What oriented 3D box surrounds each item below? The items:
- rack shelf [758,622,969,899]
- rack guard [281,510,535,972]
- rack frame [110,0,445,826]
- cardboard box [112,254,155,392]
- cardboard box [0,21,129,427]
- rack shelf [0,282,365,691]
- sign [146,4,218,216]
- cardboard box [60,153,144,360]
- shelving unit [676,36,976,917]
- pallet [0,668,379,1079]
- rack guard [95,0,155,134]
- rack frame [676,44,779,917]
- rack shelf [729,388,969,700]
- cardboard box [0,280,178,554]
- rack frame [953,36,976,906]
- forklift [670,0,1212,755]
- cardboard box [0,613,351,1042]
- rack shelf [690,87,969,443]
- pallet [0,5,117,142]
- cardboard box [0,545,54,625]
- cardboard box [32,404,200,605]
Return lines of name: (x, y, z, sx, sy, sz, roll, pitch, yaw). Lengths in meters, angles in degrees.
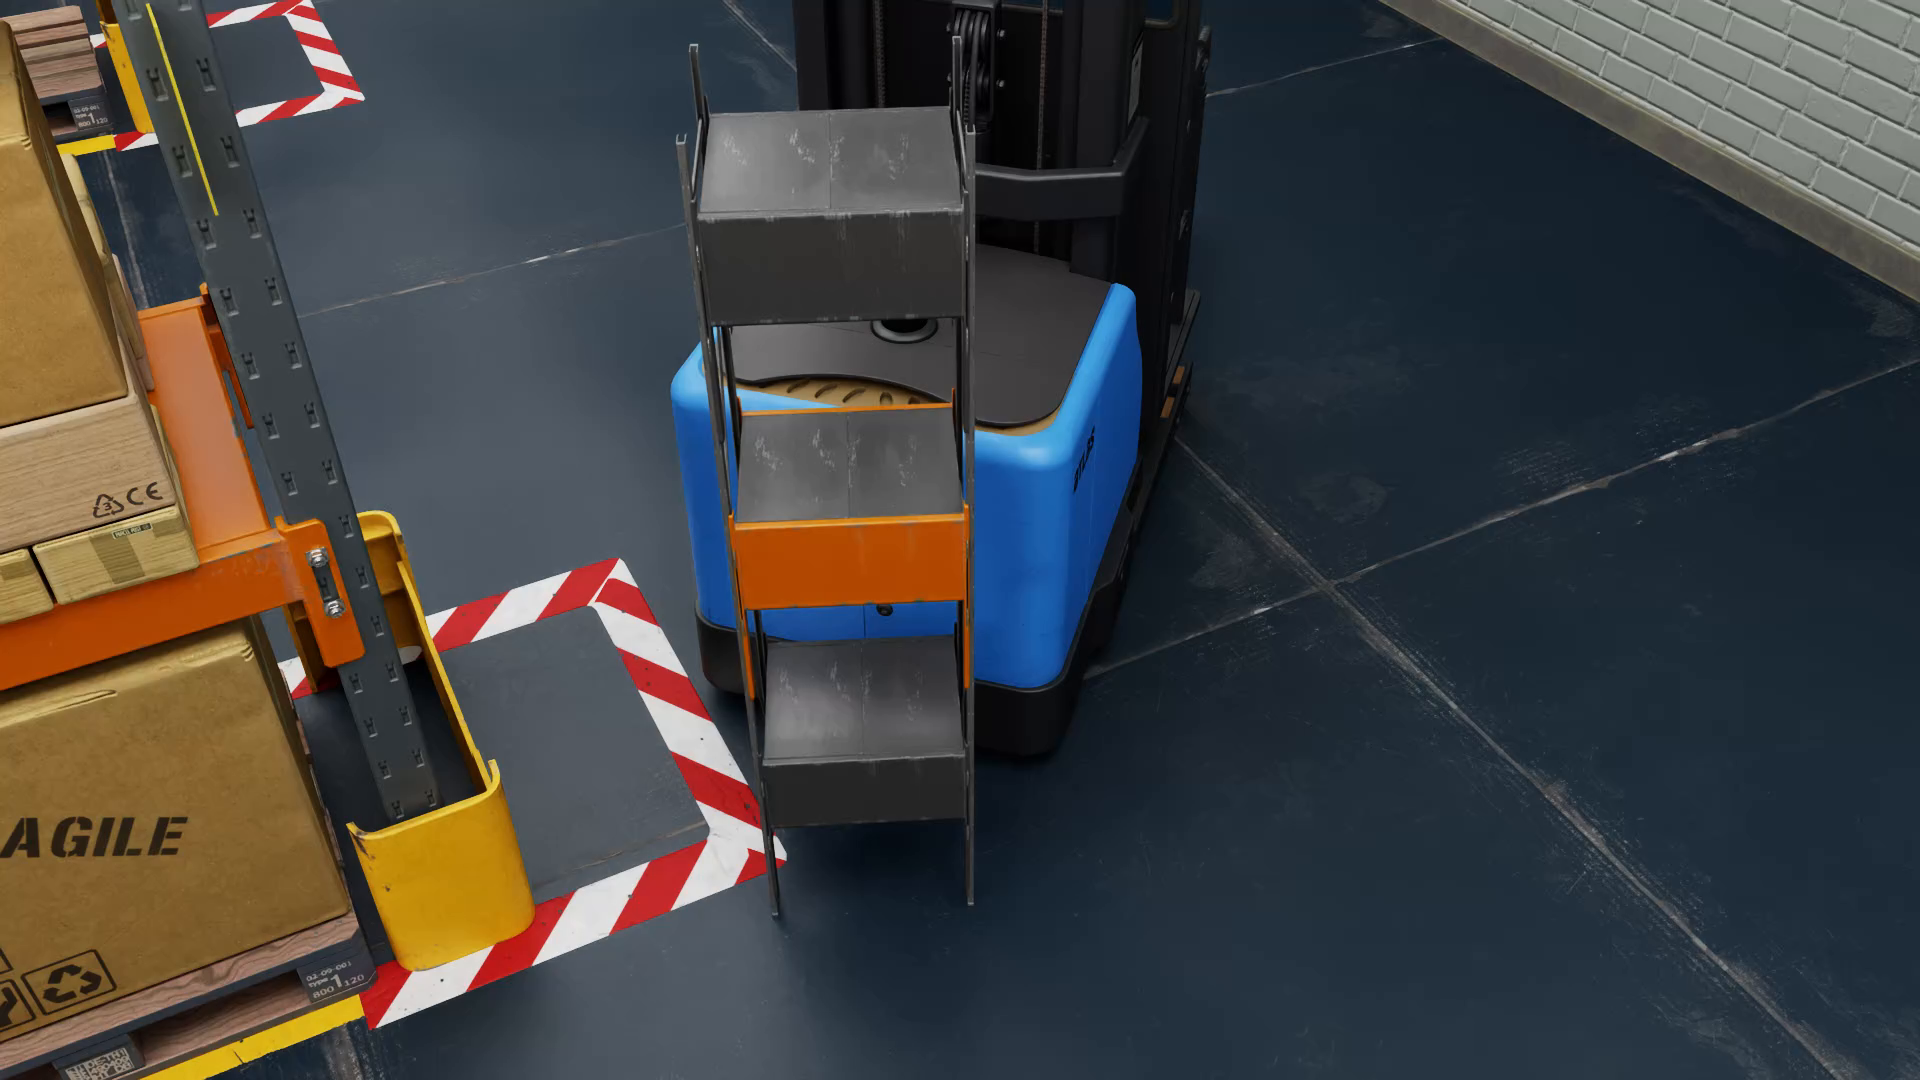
rack shelf: (-0.230, 0.542, 4.087, 0.480, 0.518, 0.431, -3, 40, -3)
rack guard: (-1.458, 0.481, 4.295, 0.348, 0.500, 1.175, -19, 44, -21)
rack frame: (-1.479, -0.466, 3.479, 0.127, 3.000, 1.000, -19, 44, -21)
cardboard box: (-1.947, -0.453, 3.658, 0.250, 0.149, 0.380, -18, 43, -20)
cardboard box: (-1.790, -0.512, 2.839, 0.500, 0.500, 0.500, -18, 43, -20)
rack shelf: (-3.253, 0.406, 3.006, 4.000, 0.370, 1.077, -19, 44, -21)
sign: (-1.241, -0.683, 2.656, 0.005, 0.325, 0.100, -19, 44, -21)
cardboard box: (-2.030, -0.534, 3.445, 0.500, 0.250, 0.500, -20, 44, -22)
shelving unit: (-0.233, -0.002, 3.626, 0.503, 2.100, 0.431, -3, 40, -3)
pallet: (-2.152, 0.882, 4.045, 1.213, 0.211, 1.003, -19, 44, -21)
rack guard: (-3.752, -2.365, 7.656, 0.348, 0.500, 1.175, -19, 44, -21)
rack frame: (-0.477, 0.009, 3.614, 0.015, 2.100, 0.400, -3, 40, -3)
rack shelf: (-0.233, 0.008, 3.634, 0.480, 0.518, 0.431, -3, 40, -3)
cardboard box: (-1.786, -0.225, 3.081, 0.500, 0.250, 0.500, -19, 44, -21)
rack frame: (0.010, -0.013, 3.637, 0.015, 2.100, 0.400, -3, 40, -3)
forklift: (0.176, -1.505, 4.759, 1.130, 2.935, 3.031, 11, 41, 12)
cardboard box: (-2.010, 0.422, 3.750, 0.875, 0.875, 0.875, -19, 44, -21)
rack shelf: (-0.236, -0.526, 3.182, 0.480, 0.518, 0.431, -3, 40, -3)
pallet: (-4.517, -2.016, 7.468, 1.213, 0.211, 1.003, -19, 44, -21)
cardboard box: (-1.873, 0.004, 3.119, 0.250, 0.149, 0.380, -18, 44, -20)
cardboard box: (-1.643, -0.075, 3.211, 0.250, 0.149, 0.380, -18, 43, -20)
